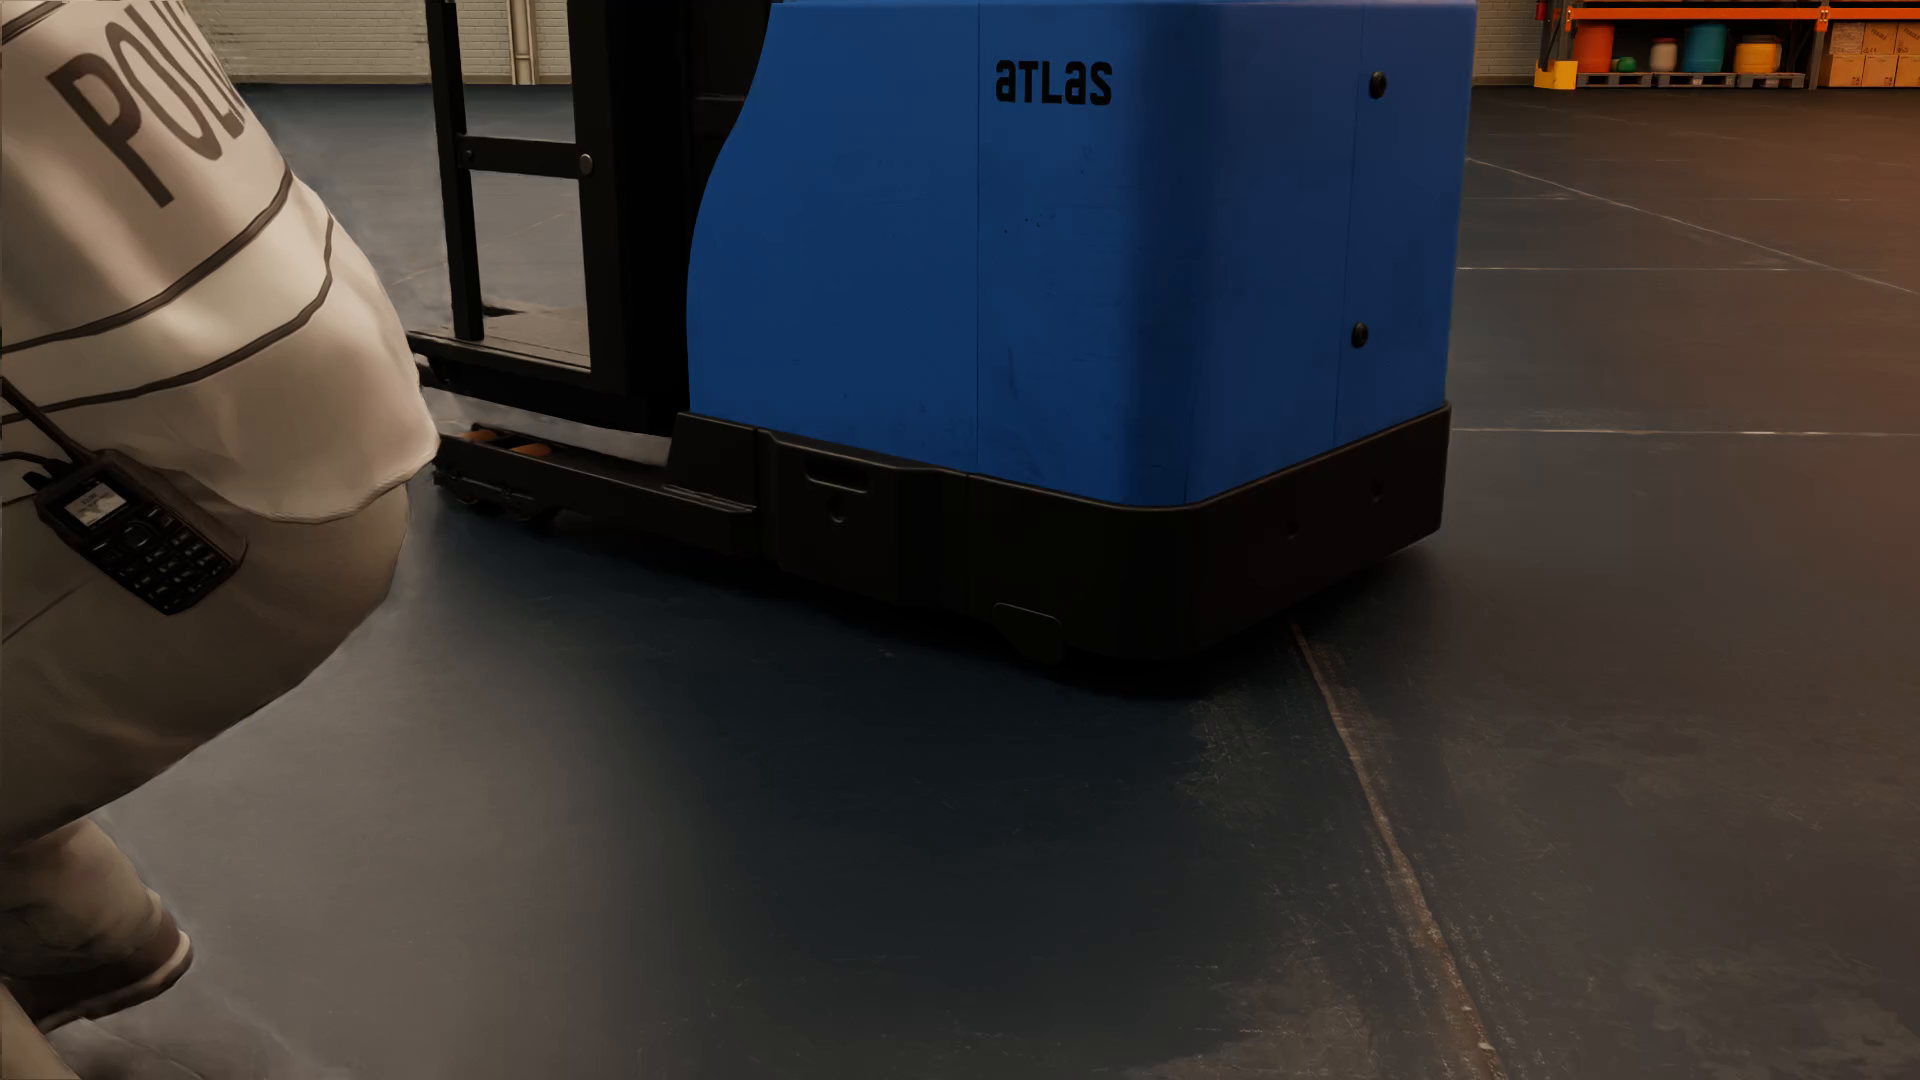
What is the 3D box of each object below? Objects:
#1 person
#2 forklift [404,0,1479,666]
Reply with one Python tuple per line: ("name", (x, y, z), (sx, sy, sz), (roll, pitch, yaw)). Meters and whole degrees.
("person", (-0.845, -0.048, 1.243), (0.875, 1.428, 0.745), (-6, 18, -18))
("forklift", (-0.517, -1.542, 3.394), (3.031, 2.935, 1.130), (14, 22, 38))
